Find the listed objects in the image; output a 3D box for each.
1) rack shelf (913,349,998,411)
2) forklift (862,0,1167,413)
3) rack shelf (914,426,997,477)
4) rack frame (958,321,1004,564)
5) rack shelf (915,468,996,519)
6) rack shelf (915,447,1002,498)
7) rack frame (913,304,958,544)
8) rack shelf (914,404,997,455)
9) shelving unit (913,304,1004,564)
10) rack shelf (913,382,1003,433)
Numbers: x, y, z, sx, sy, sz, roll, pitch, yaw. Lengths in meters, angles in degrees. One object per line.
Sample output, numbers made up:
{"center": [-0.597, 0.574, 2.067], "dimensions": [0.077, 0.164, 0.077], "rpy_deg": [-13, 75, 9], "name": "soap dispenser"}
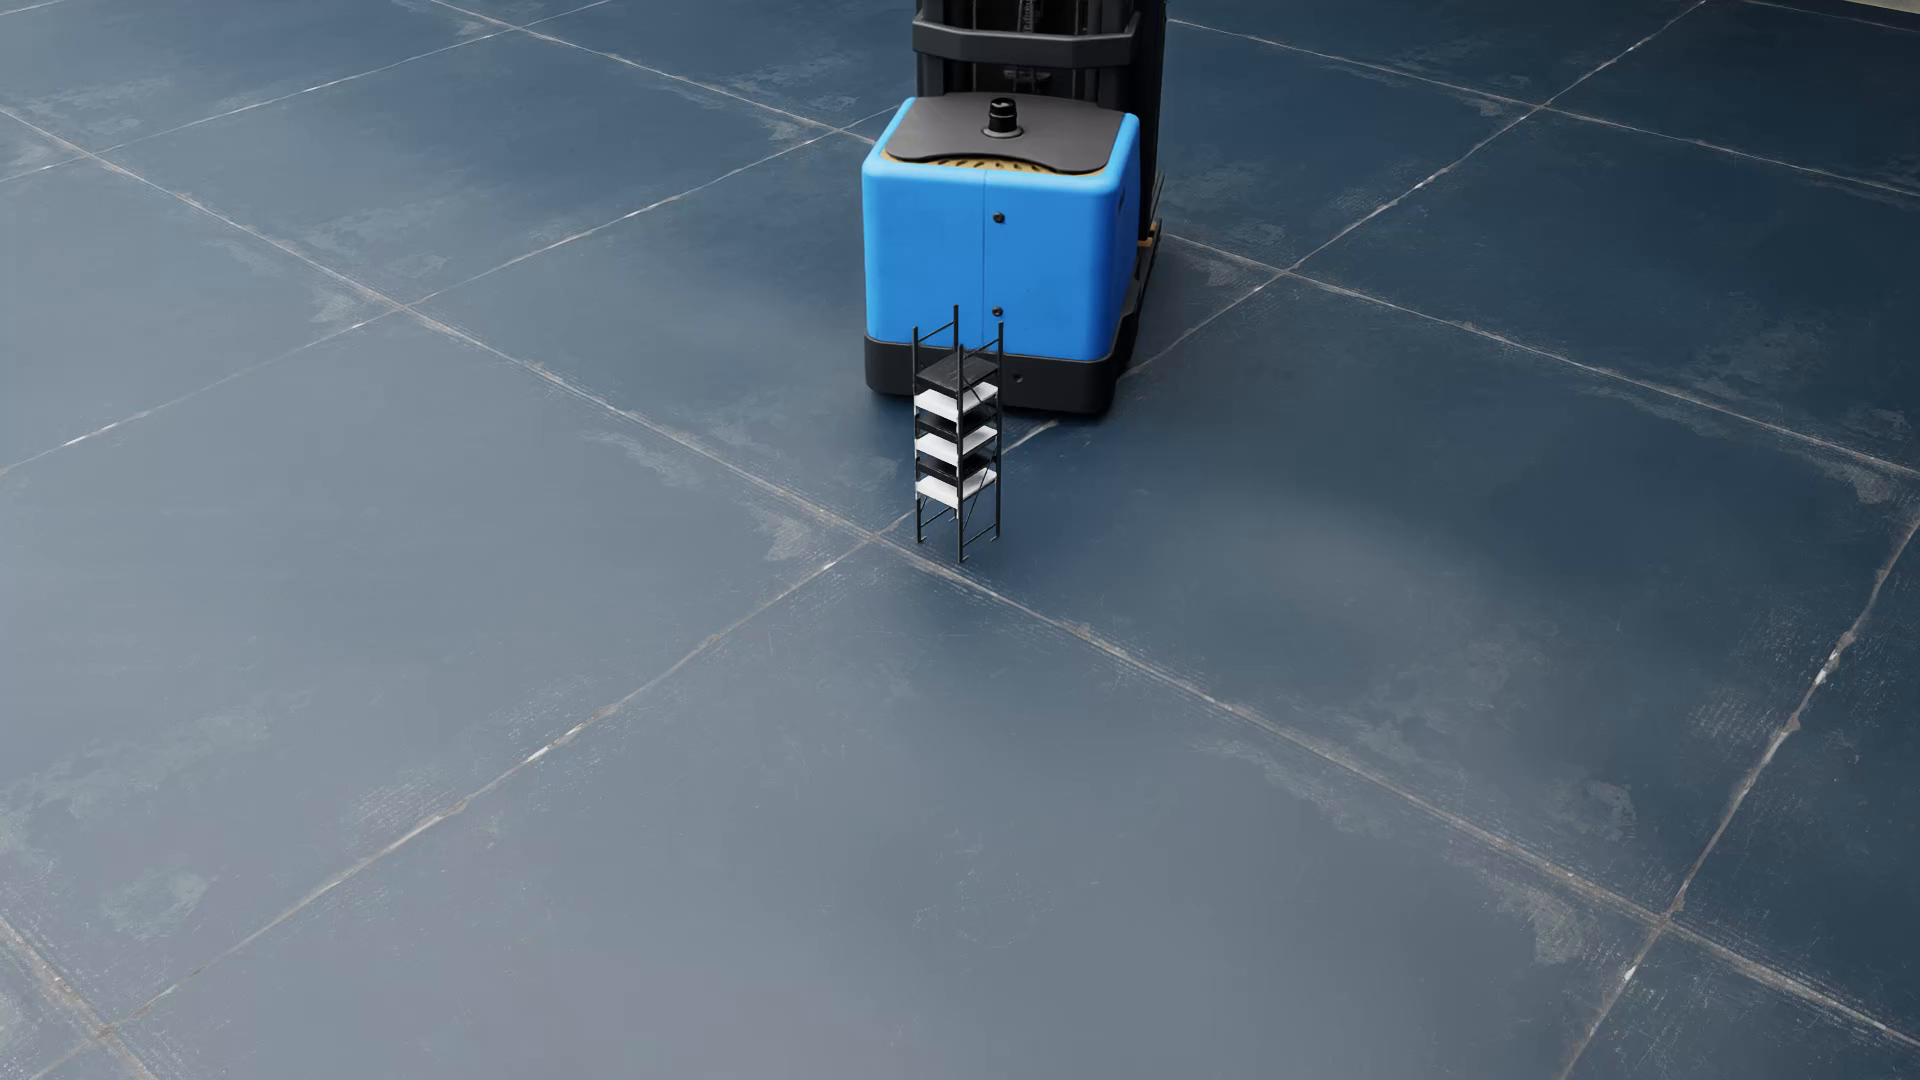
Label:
{"center": [-0.006, -0.569, 5.866], "dimensions": [0.200, 0.077, 0.258], "rpy_deg": [25, 42, 32], "name": "rack shelf"}
{"center": [0.397, -2.561, 7.390], "dimensions": [1.130, 2.935, 3.031], "rpy_deg": [7, 35, 10], "name": "forklift"}
{"center": [-0.006, -0.346, 6.018], "dimensions": [0.200, 0.077, 0.258], "rpy_deg": [25, 42, 32], "name": "rack shelf"}
{"center": [0.072, -0.337, 5.946], "dimensions": [0.006, 0.900, 0.240], "rpy_deg": [25, 42, 32], "name": "rack frame"}
{"center": [-0.006, -0.198, 6.120], "dimensions": [0.200, 0.077, 0.258], "rpy_deg": [25, 42, 32], "name": "rack shelf"}
{"center": [-0.006, -0.272, 6.069], "dimensions": [0.200, 0.077, 0.258], "rpy_deg": [25, 42, 32], "name": "rack shelf"}
{"center": [-0.084, -0.411, 6.053], "dimensions": [0.006, 0.900, 0.240], "rpy_deg": [25, 42, 32], "name": "rack frame"}
{"center": [-0.006, -0.421, 5.967], "dimensions": [0.200, 0.077, 0.258], "rpy_deg": [25, 42, 32], "name": "rack shelf"}
{"center": [-0.006, -0.374, 6.000], "dimensions": [0.210, 0.900, 0.258], "rpy_deg": [25, 42, 32], "name": "shelving unit"}
{"center": [-0.006, -0.495, 5.917], "dimensions": [0.200, 0.077, 0.258], "rpy_deg": [25, 42, 32], "name": "rack shelf"}
